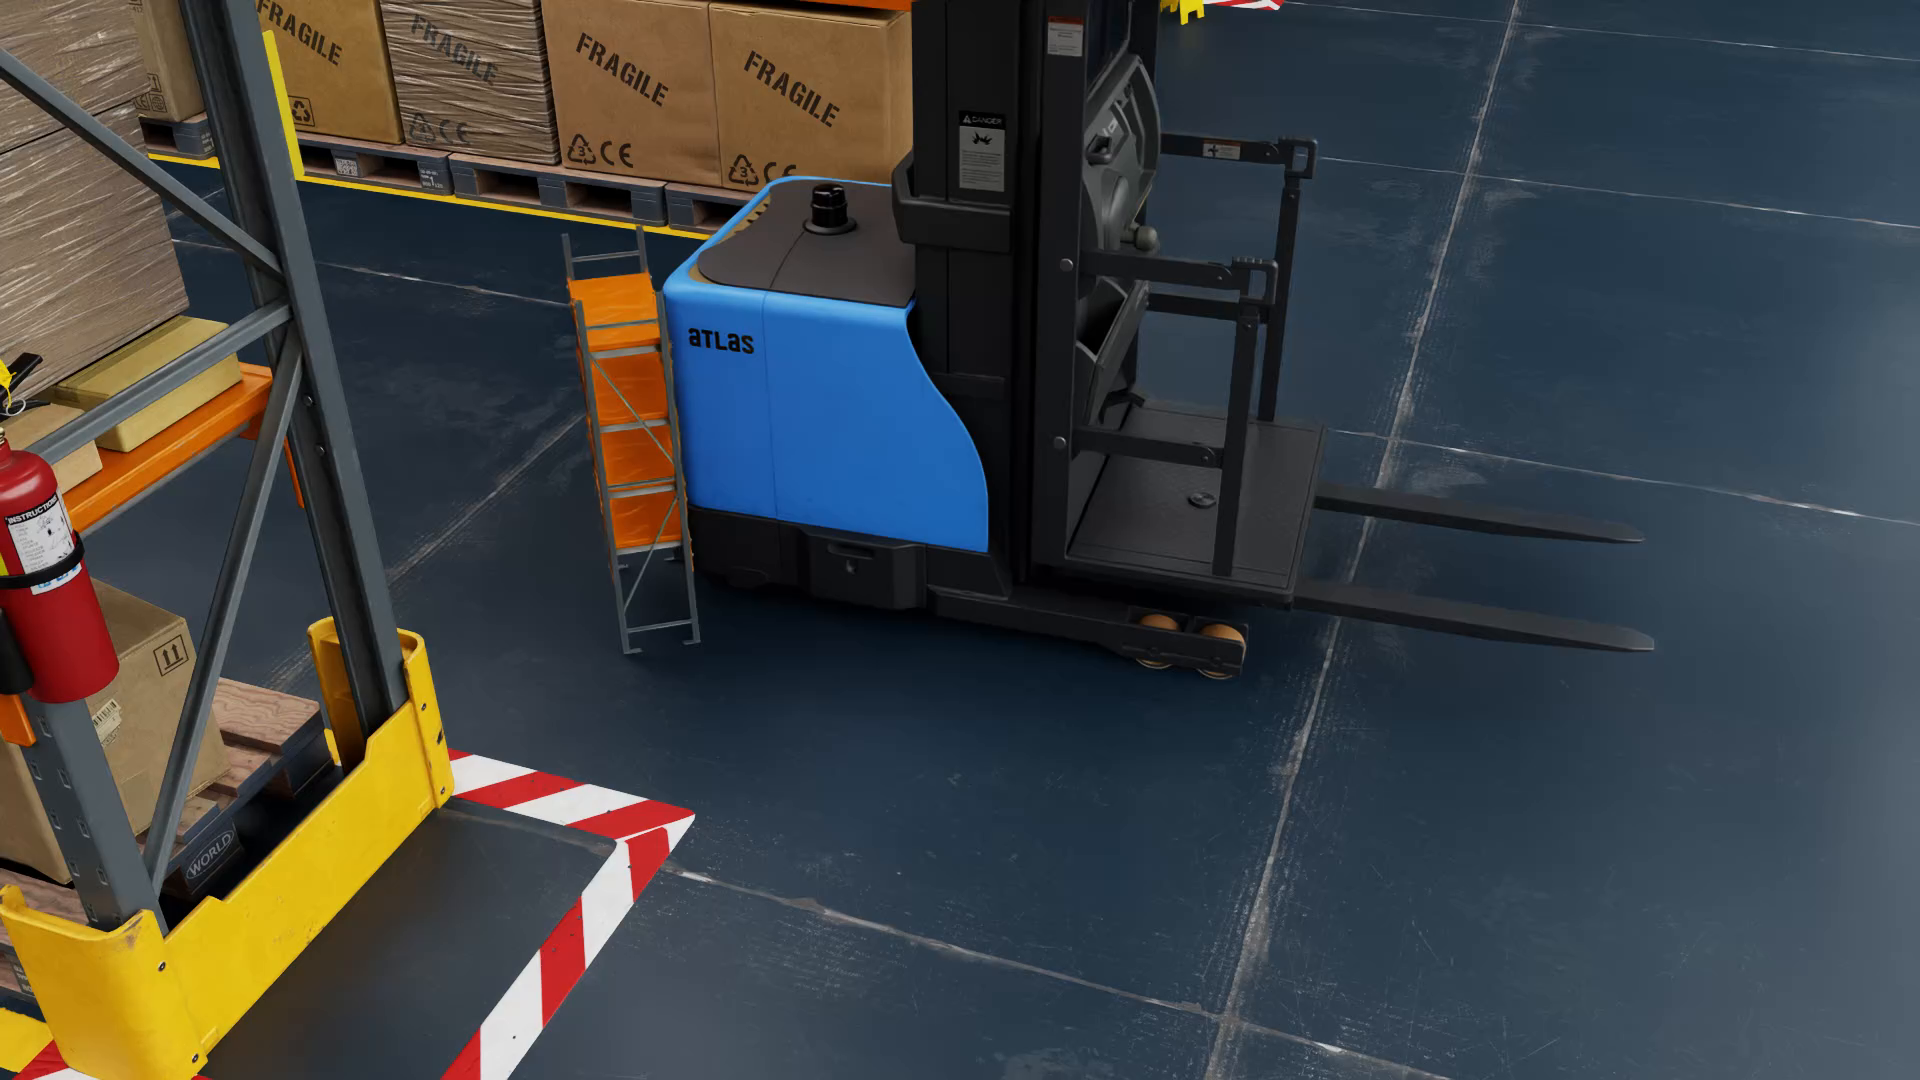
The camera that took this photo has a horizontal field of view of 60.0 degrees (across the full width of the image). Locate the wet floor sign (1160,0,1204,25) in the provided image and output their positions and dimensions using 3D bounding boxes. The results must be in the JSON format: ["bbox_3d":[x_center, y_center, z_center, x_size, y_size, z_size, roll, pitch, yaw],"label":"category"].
[{"bbox_3d":[1.473,-3.790,11.025,0.232,0.644,0.267,24,40,32],"label":"wet floor sign"}]

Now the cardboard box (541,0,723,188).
[{"bbox_3d":[-1.409,-2.348,8.193,0.875,0.875,0.875,10,34,16],"label":"cardboard box"}]

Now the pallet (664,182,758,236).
[{"bbox_3d":[-0.698,-1.749,8.264,1.213,0.211,1.003,11,34,16],"label":"pallet"}]

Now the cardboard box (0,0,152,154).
[{"bbox_3d":[-2.114,-1.127,3.442,0.500,0.500,0.500,11,34,16],"label":"cardboard box"}]

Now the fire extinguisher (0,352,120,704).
[{"bbox_3d":[-1.736,-0.011,3.073,0.183,0.674,0.296,11,34,16],"label":"fire extinguisher"}]

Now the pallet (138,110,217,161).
[{"bbox_3d":[-4.437,-2.477,9.392,1.213,0.211,1.003,11,34,16],"label":"pallet"}]

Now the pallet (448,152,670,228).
[{"bbox_3d":[-1.843,-1.973,8.611,1.213,0.211,1.003,11,34,16],"label":"pallet"}]

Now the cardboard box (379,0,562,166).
[{"bbox_3d":[-2.267,-2.516,8.453,0.875,0.875,0.875,11,35,17],"label":"cardboard box"}]

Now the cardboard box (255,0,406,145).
[{"bbox_3d":[-3.116,-2.679,8.706,0.875,0.875,0.875,12,35,17],"label":"cardboard box"}]

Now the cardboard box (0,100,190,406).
[{"bbox_3d":[-2.196,-0.582,3.519,0.500,0.500,0.875,11,34,16],"label":"cardboard box"}]

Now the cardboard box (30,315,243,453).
[{"bbox_3d":[-1.876,-0.368,3.787,0.250,0.149,0.380,11,34,16],"label":"cardboard box"}]

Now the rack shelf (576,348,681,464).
[{"bbox_3d":[-1.003,-0.425,5.012,0.258,0.148,0.480,-9,34,-13],"label":"rack shelf"}]

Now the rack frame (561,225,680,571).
[{"bbox_3d":[-1.068,-0.421,5.294,0.240,1.200,0.015,-9,34,-13],"label":"rack frame"}]

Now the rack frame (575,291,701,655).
[{"bbox_3d":[-0.937,-0.165,4.900,0.240,1.200,0.015,-9,34,-13],"label":"rack frame"}]

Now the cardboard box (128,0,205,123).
[{"bbox_3d":[-4.300,-2.845,9.078,0.750,0.750,1.050,11,34,16],"label":"cardboard box"}]

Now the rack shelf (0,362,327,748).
[{"bbox_3d":[-3.571,-0.364,4.211,4.000,0.370,1.077,11,34,16],"label":"rack shelf"}]

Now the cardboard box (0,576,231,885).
[{"bbox_3d":[-2.270,0.451,4.203,0.500,0.500,0.500,18,37,25],"label":"cardboard box"}]

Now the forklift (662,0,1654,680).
[{"bbox_3d":[0.661,-1.127,4.793,3.031,2.935,1.130,9,34,14],"label":"forklift"}]

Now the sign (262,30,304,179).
[{"bbox_3d":[-1.505,-0.941,3.643,0.005,0.325,0.100,11,34,16],"label":"sign"}]

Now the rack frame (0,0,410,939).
[{"bbox_3d":[-1.688,-0.300,3.449,0.127,3.000,1.000,11,34,16],"label":"rack frame"}]

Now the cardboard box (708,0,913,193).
[{"bbox_3d":[-0.580,-2.188,7.945,0.875,0.875,0.875,11,35,17],"label":"cardboard box"}]

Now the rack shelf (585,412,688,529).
[{"bbox_3d":[-1.002,-0.237,5.133,0.258,0.148,0.480,-9,34,-13],"label":"rack shelf"}]

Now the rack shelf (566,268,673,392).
[{"bbox_3d":[-1.003,-0.623,4.883,0.258,0.148,0.480,-9,34,-13],"label":"rack shelf"}]

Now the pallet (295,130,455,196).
[{"bbox_3d":[-2.995,-2.195,8.956,1.213,0.211,1.003,11,34,16],"label":"pallet"}]

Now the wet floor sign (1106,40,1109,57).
[{"bbox_3d":[0.776,-2.831,9.539,0.232,0.644,0.267,5,33,8],"label":"wet floor sign"}]

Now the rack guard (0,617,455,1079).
[{"bbox_3d":[-1.759,0.736,4.149,0.348,0.500,1.175,11,34,16],"label":"rack guard"}]

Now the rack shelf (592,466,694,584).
[{"bbox_3d":[-1.002,-0.070,5.242,0.258,0.148,0.480,-9,34,-13],"label":"rack shelf"}]

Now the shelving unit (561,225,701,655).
[{"bbox_3d":[-1.003,-0.293,5.097,0.258,1.200,0.503,-9,34,-13],"label":"shelving unit"}]

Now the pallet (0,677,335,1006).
[{"bbox_3d":[-2.512,0.691,4.485,1.213,0.211,1.003,11,34,16],"label":"pallet"}]

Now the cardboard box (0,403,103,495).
[{"bbox_3d":[-2.026,-0.141,3.435,0.250,0.149,0.380,11,34,16],"label":"cardboard box"}]

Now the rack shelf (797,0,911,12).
[{"bbox_3d":[-1.802,-2.878,8.105,4.000,0.370,1.077,11,34,16],"label":"rack shelf"}]
